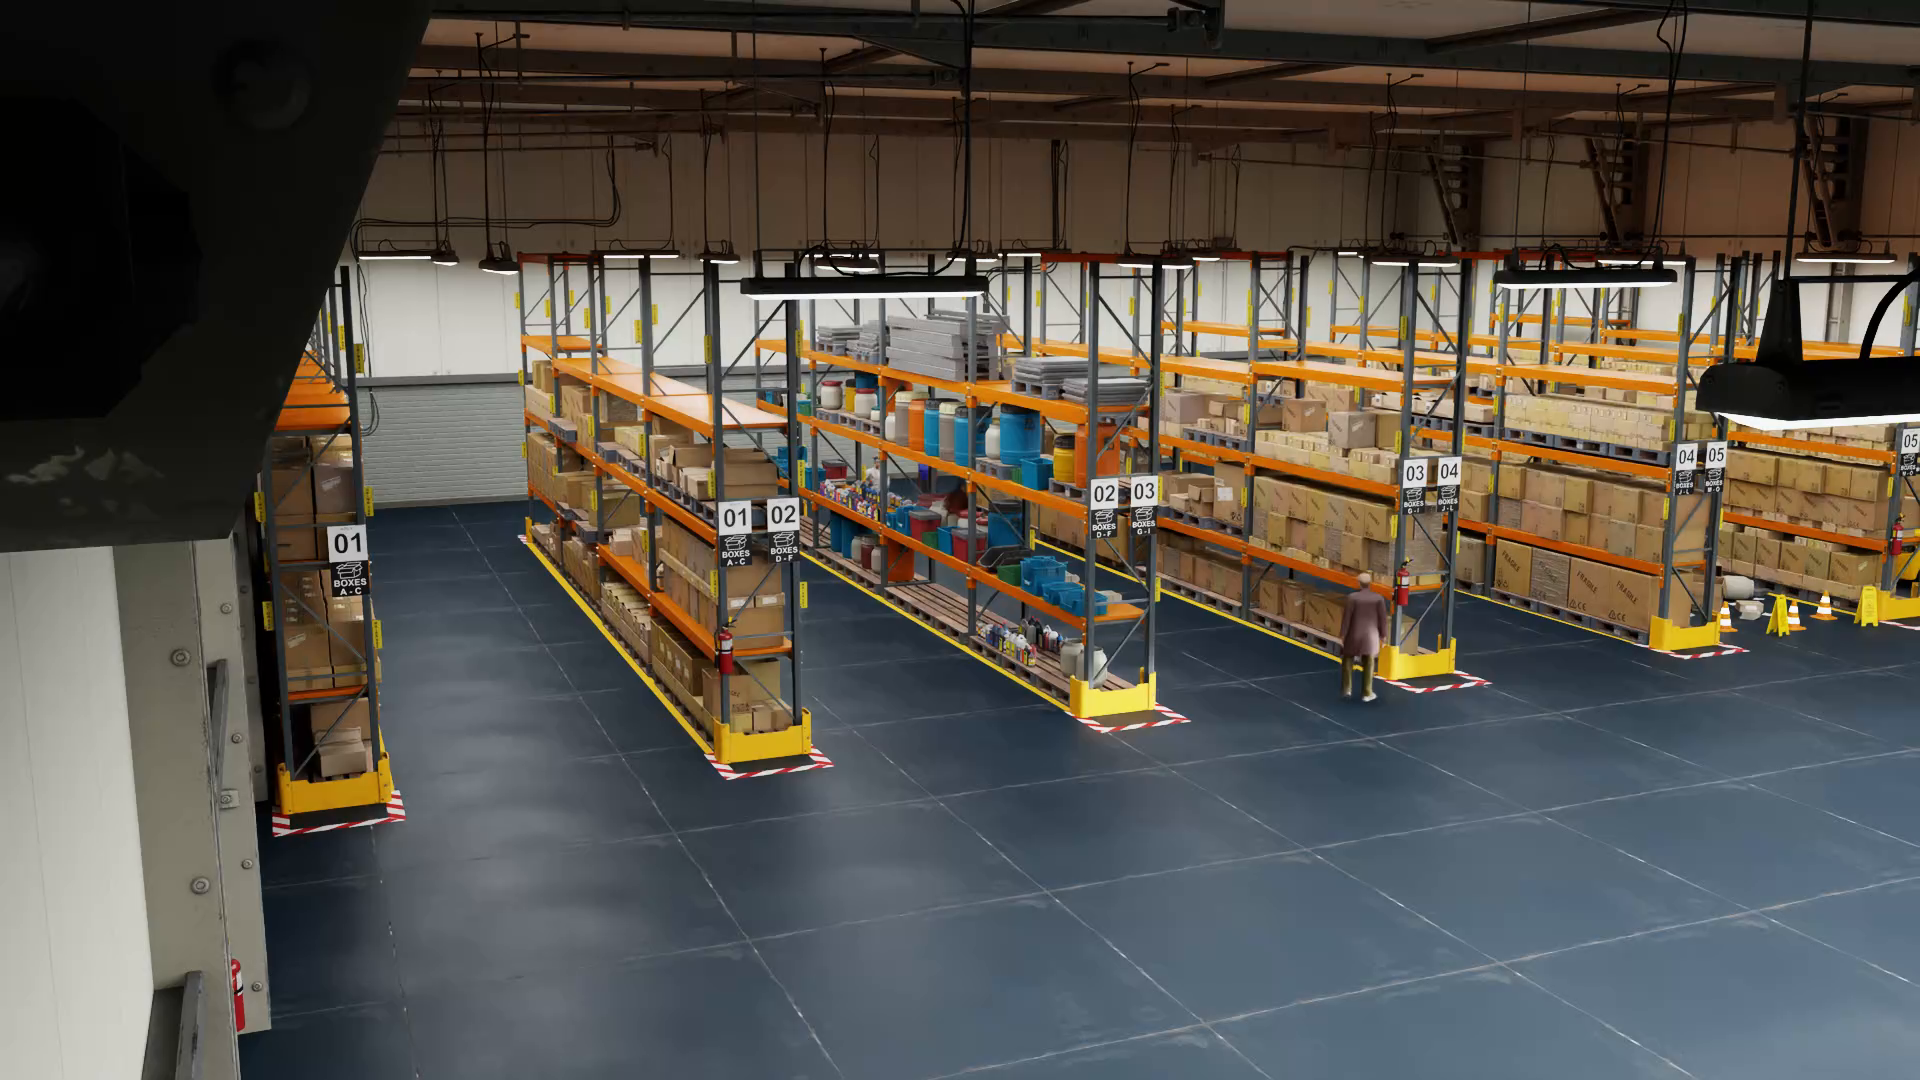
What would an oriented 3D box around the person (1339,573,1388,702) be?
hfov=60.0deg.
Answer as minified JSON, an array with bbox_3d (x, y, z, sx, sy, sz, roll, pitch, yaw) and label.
[{"bbox_3d":[5.548,1.364,22.859,0.658,1.861,0.391,2,11,12],"label":"person"}]

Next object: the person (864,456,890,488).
[{"bbox_3d":[-1.769,-1.013,36.055,0.596,1.654,0.566,-6,12,-31],"label":"person"}]

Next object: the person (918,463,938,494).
[{"bbox_3d":[-0.724,-1.193,36.949,0.463,1.669,0.346,6,12,30],"label":"person"}]
